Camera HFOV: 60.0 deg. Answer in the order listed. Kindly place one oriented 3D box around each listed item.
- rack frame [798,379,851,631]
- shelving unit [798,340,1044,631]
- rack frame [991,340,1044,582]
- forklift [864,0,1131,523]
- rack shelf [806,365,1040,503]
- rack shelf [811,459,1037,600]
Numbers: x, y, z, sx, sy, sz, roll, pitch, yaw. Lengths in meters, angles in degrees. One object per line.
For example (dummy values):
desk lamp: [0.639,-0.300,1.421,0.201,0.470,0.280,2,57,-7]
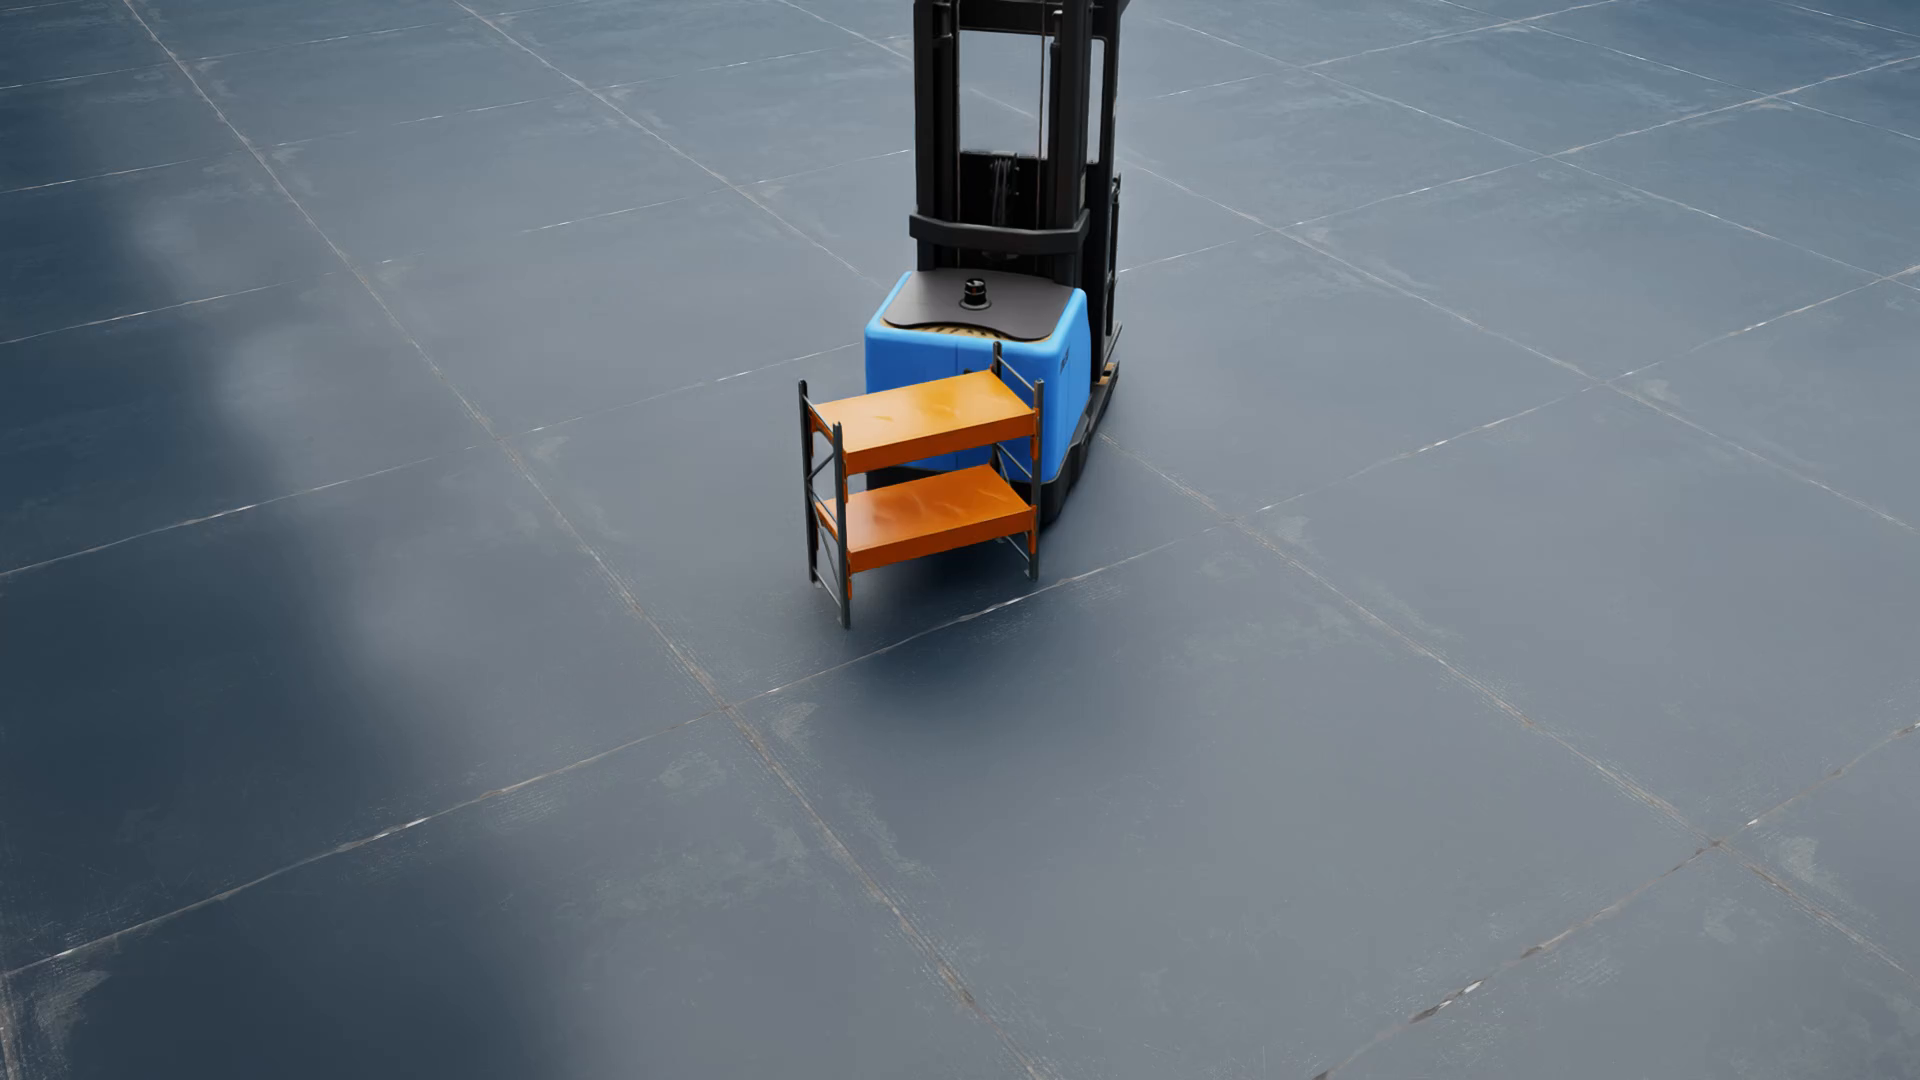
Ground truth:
rack frame: [-0.647,-0.160,7.950,0.032,1.125,0.500,-14,35,-21]
shelving unit: [-0.184,-0.273,8.128,1.048,1.125,0.538,-14,35,-21]
rack frame: [0.279,-0.385,8.306,0.032,1.125,0.500,-14,35,-21]
forklift: [0.355,-2.107,9.343,1.130,2.935,3.031,8,33,12]
rack shelf: [-0.184,-0.520,7.972,1.000,0.278,0.538,-14,35,-21]
rack shelf: [-0.184,-0.066,8.259,1.000,0.278,0.538,-14,35,-21]
